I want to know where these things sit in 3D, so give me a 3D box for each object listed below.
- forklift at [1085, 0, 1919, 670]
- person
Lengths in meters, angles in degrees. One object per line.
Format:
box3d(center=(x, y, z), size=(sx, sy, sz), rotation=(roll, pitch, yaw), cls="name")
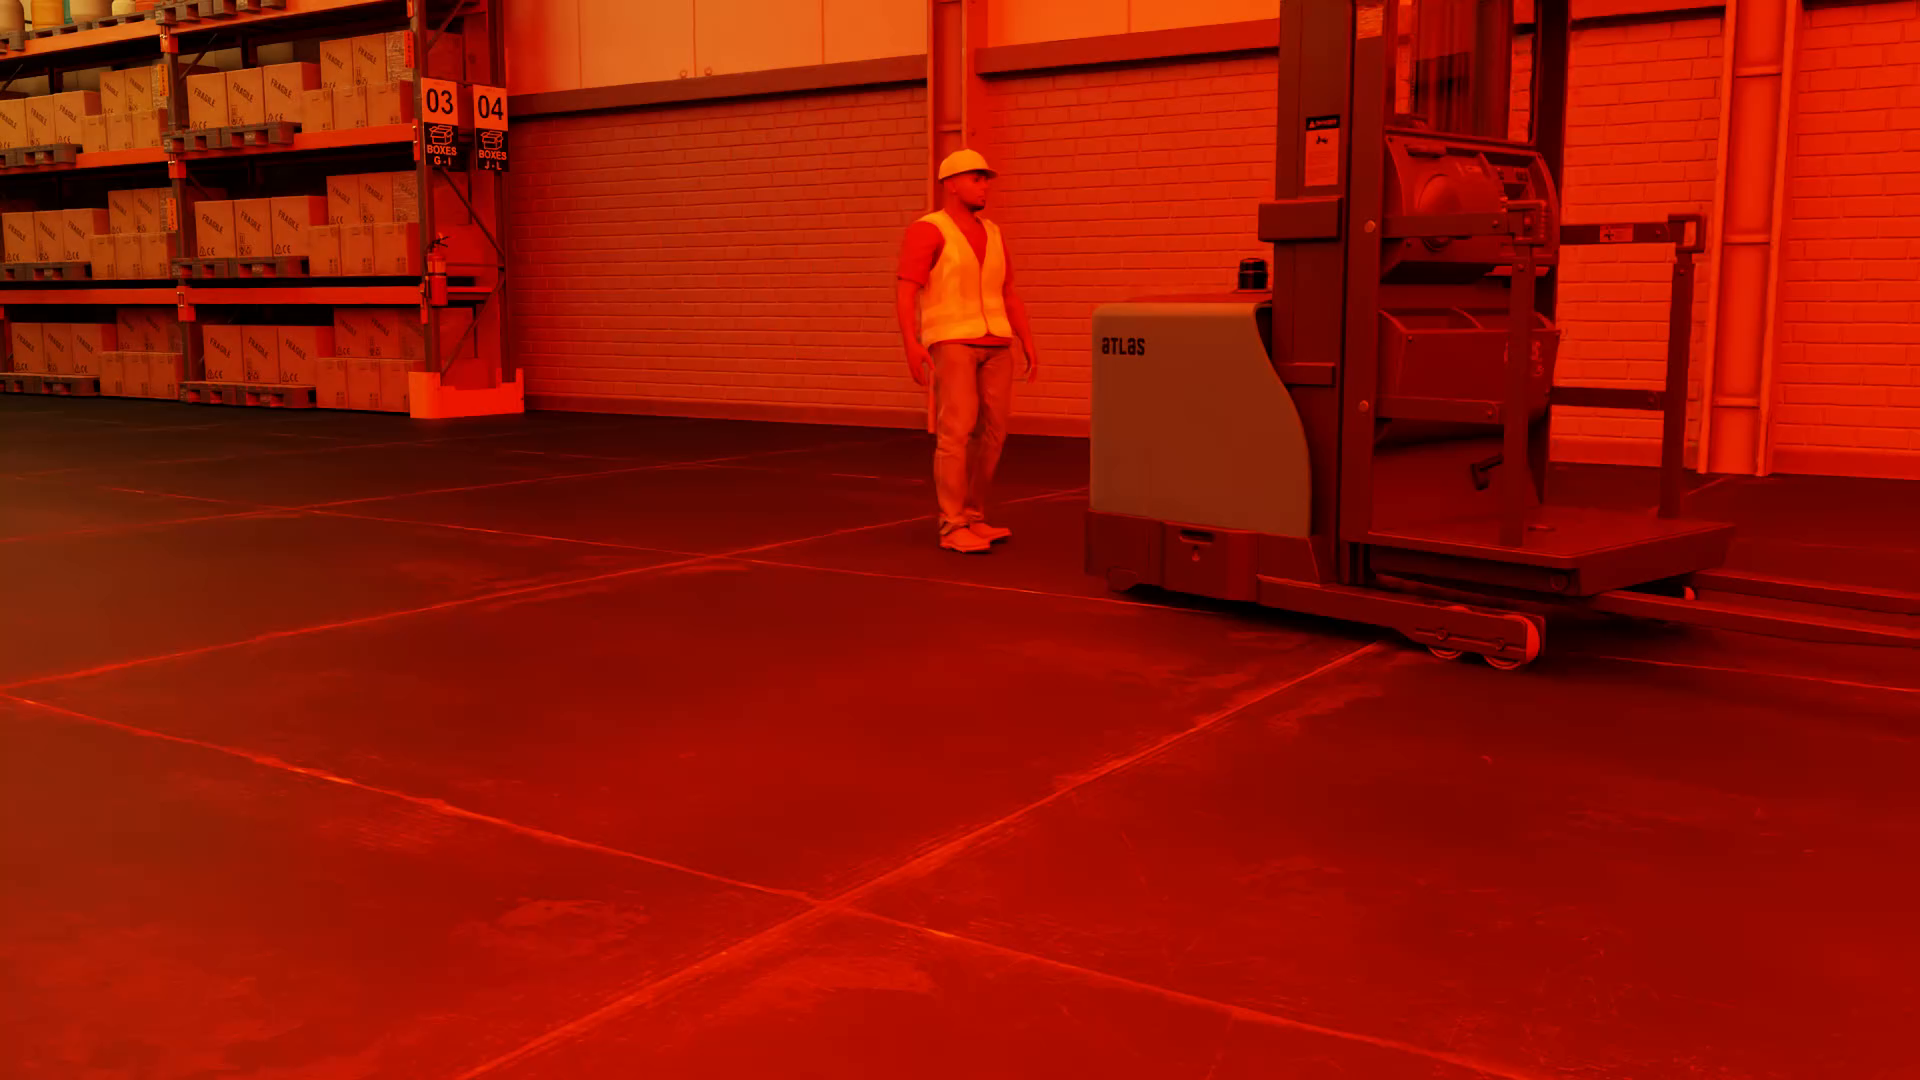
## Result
box3d(center=(1.818, -1.148, 5.265), size=(1.130, 2.935, 3.031), rotation=(-7, 11, -41), cls="forklift")
box3d(center=(0.091, -0.850, 7.388), size=(0.689, 1.753, 0.614), rotation=(-6, 10, -38), cls="person")
